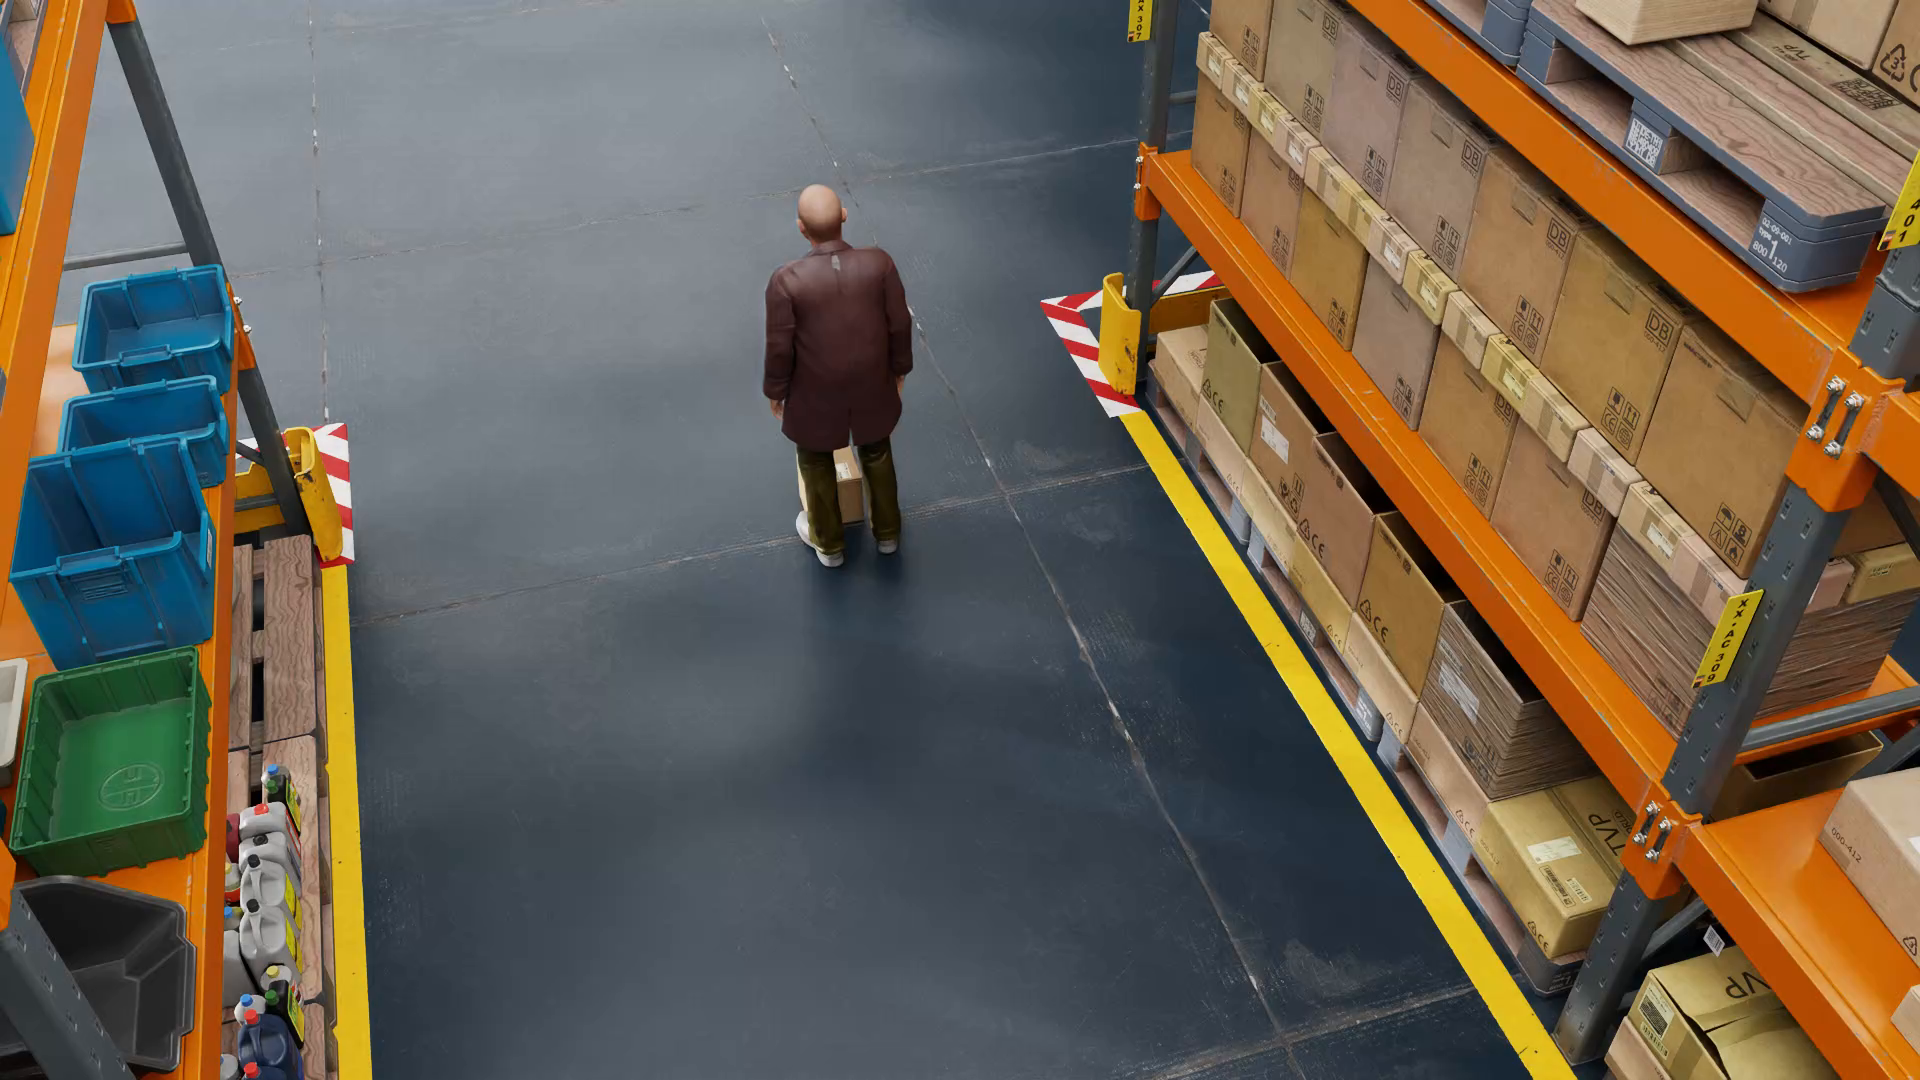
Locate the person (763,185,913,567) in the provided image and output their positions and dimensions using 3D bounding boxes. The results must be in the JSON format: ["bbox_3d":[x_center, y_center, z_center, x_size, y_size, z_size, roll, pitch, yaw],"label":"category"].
[{"bbox_3d":[-0.502,-0.656,6.908,0.641,1.773,0.424,-13,43,-14],"label":"person"}]
